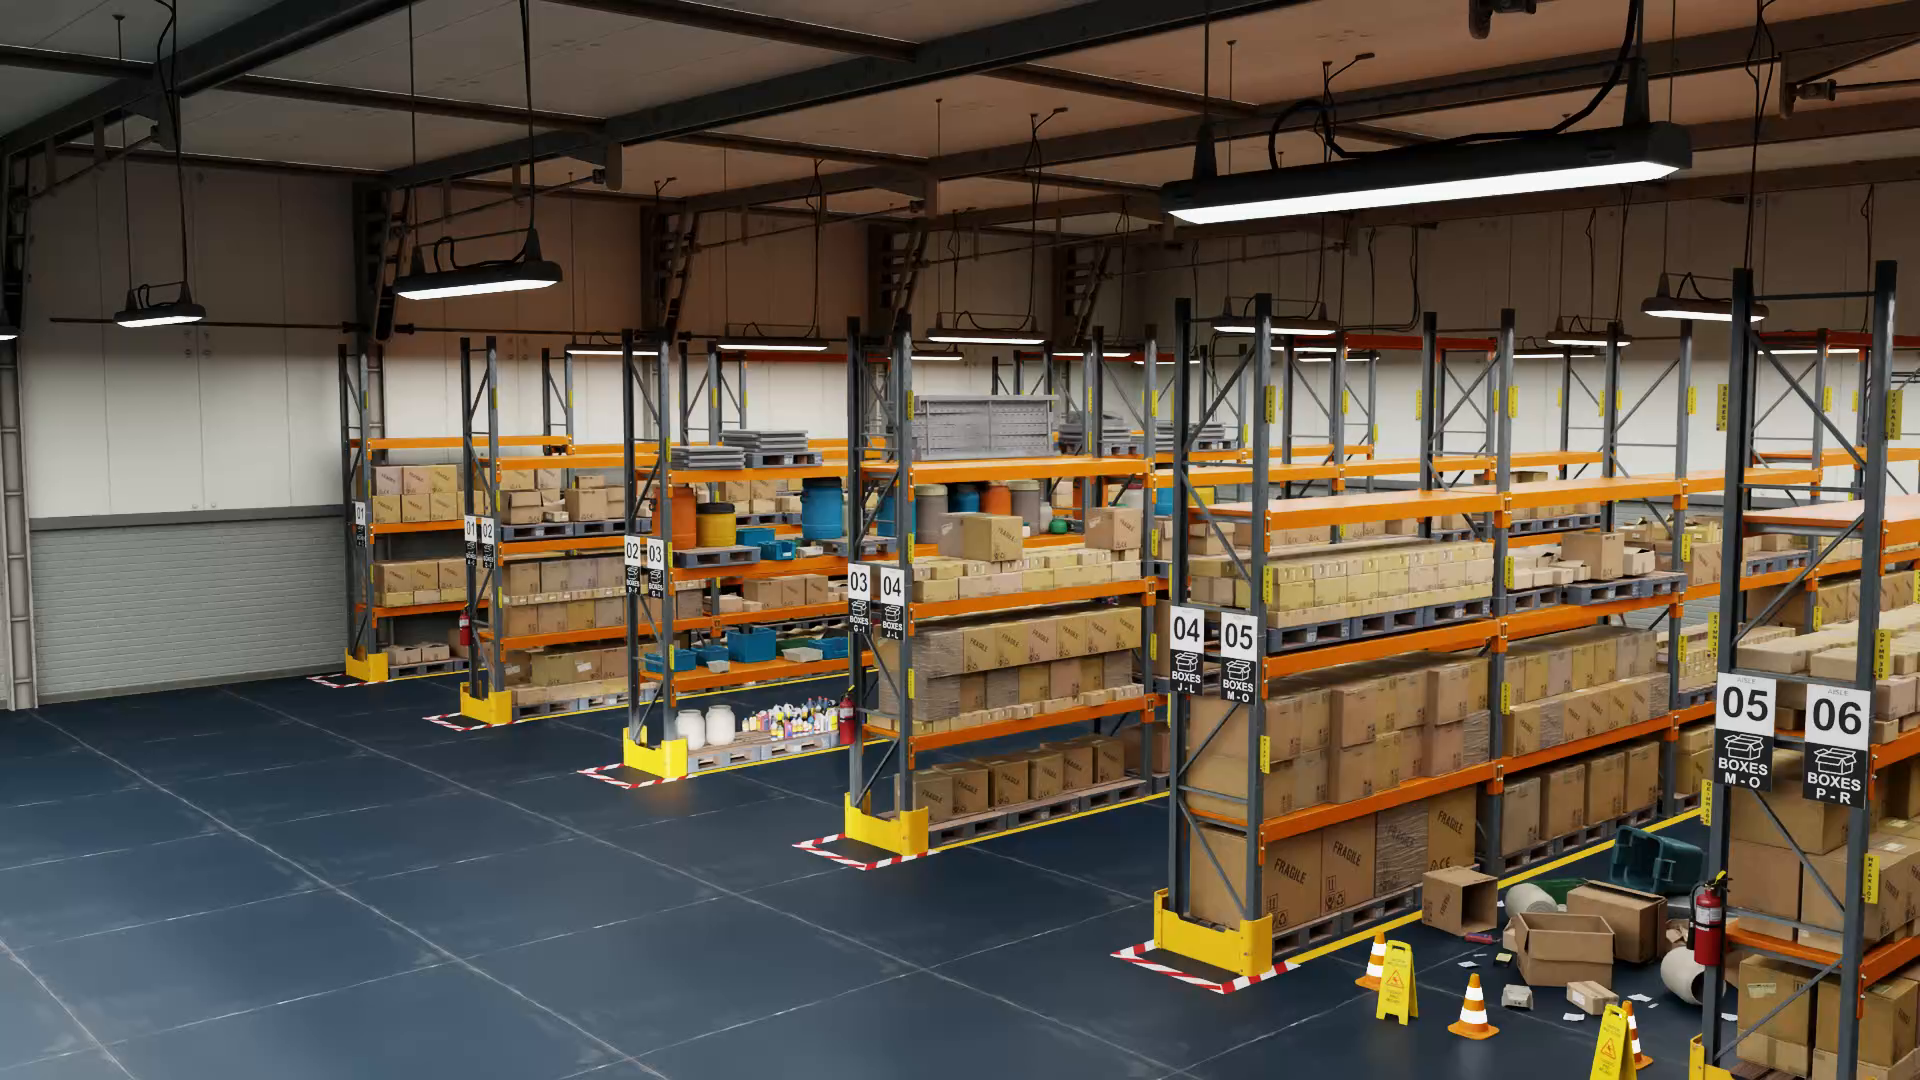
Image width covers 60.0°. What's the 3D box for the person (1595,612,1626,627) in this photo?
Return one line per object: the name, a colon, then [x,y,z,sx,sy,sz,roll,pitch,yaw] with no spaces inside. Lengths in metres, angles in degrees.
person: [11.826,1.545,30.360,0.736,1.764,0.982,-1,5,-6]
